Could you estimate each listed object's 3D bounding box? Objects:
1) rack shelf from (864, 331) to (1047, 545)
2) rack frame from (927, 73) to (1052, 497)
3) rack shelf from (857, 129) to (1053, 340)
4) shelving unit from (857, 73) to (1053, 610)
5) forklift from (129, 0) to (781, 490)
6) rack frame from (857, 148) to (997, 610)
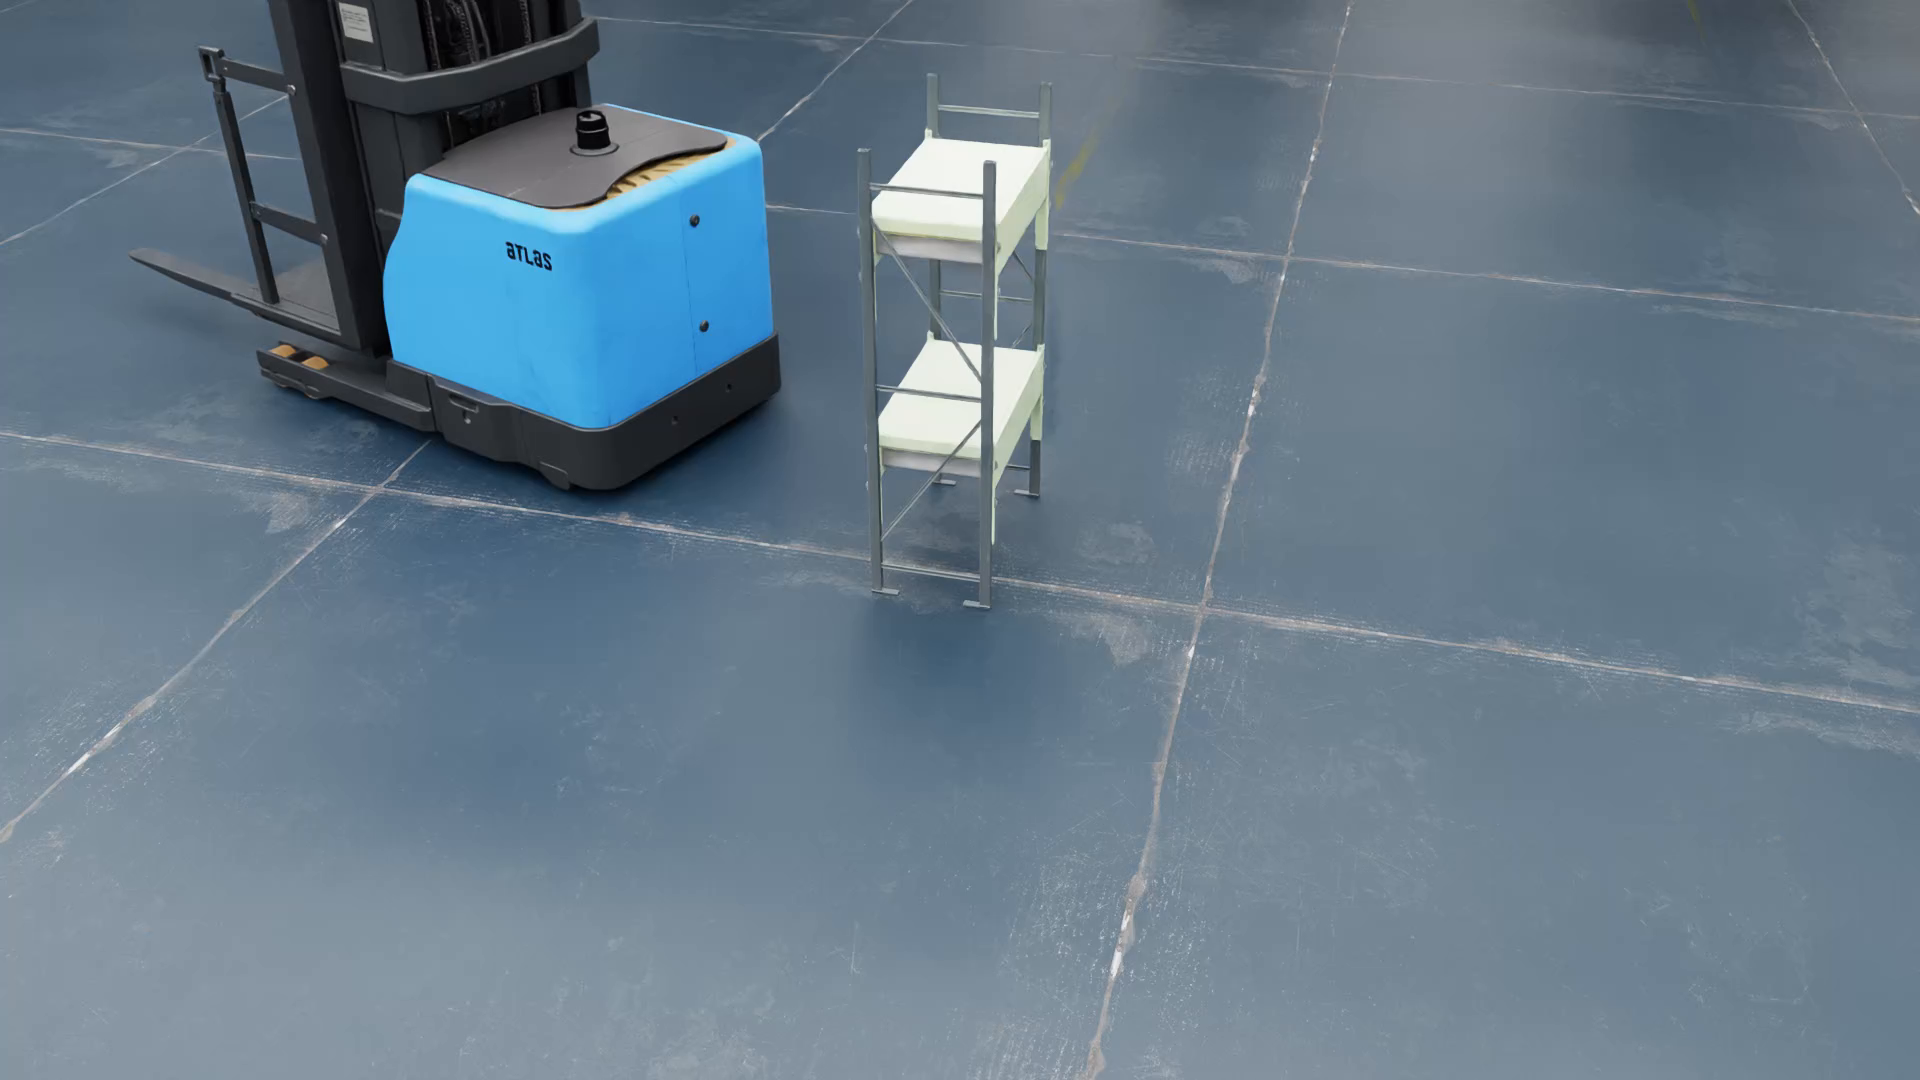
[{"bbox_3d":[-0.002,-0.354,5.517,0.431,0.370,0.720,8,33,12],"label":"rack shelf"},{"bbox_3d":[0.091,-0.819,5.641,0.400,1.500,0.023,8,33,12],"label":"rack frame"},{"bbox_3d":[-0.002,-0.959,5.133,0.431,0.370,0.720,8,33,12],"label":"rack shelf"},{"bbox_3d":[-0.002,-0.629,5.342,0.431,1.500,0.755,8,33,12],"label":"shelving unit"},{"bbox_3d":[-2.217,-2.013,6.184,3.031,2.935,1.130,20,37,28],"label":"forklift"},{"bbox_3d":[-0.095,-0.440,5.043,0.400,1.500,0.023,8,33,12],"label":"rack frame"}]
